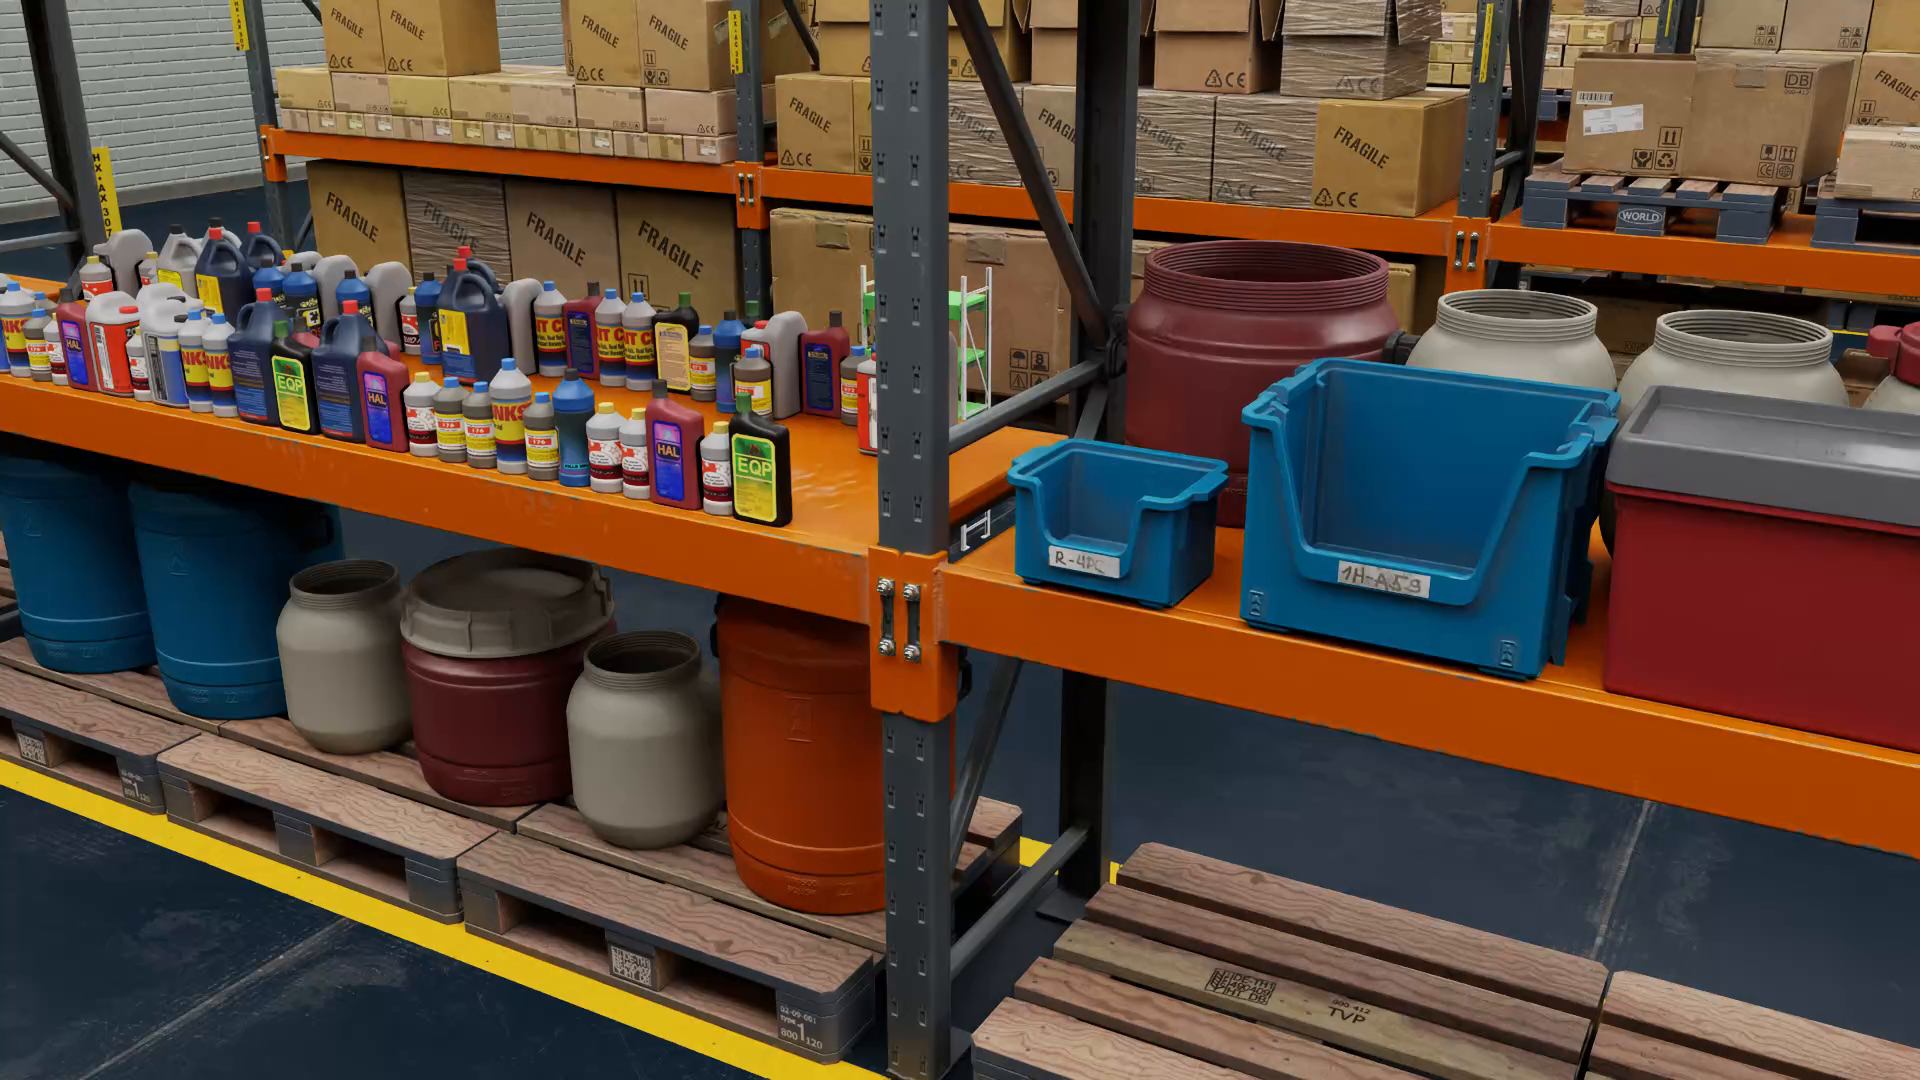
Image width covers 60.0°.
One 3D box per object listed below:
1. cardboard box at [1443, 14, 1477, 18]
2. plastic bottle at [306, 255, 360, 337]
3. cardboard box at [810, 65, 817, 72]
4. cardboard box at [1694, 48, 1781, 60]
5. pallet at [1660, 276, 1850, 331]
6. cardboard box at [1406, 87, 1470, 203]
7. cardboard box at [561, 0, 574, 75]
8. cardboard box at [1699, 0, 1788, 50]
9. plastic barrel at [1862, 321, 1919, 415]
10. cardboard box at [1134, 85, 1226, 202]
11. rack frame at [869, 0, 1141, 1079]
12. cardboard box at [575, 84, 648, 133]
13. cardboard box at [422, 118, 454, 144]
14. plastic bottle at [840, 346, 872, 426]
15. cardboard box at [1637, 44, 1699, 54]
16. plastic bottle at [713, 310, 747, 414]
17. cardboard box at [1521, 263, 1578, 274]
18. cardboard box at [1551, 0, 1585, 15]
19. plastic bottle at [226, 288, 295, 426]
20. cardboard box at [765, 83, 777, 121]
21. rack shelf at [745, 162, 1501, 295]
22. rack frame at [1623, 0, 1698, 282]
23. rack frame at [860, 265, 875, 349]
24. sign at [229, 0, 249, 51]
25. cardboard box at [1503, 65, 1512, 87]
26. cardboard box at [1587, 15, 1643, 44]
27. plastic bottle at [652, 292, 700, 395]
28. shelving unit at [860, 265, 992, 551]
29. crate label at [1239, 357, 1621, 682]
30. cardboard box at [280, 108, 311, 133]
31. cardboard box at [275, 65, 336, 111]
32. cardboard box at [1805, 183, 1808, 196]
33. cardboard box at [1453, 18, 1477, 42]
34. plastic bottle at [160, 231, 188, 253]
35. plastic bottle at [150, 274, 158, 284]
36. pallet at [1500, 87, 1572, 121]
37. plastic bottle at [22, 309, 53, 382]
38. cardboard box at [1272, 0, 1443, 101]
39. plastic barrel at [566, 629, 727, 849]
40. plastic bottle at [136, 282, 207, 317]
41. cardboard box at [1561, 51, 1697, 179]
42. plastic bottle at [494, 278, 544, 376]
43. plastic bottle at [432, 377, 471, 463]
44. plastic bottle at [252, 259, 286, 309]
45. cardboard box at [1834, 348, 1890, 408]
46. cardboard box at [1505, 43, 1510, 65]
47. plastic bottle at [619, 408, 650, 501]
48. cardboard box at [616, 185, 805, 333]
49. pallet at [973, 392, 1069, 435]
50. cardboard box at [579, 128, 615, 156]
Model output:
[{"bbox_3d":[3.823,-3.894,12.581,0.250,0.149,0.380,12,23,30],"label":"cardboard box"},{"bbox_3d":[-1.988,-0.762,5.249,0.135,0.276,0.152,11,23,27],"label":"plastic bottle"},{"bbox_3d":[-1.362,-4.196,14.902,0.250,0.149,0.380,10,22,26],"label":"cardboard box"},{"bbox_3d":[5.308,-3.118,11.415,0.500,0.500,0.500,11,23,28],"label":"cardboard box"},{"bbox_3d":[5.700,-1.761,11.911,1.213,0.211,1.003,11,23,27],"label":"pallet"},{"bbox_3d":[2.249,-1.975,8.264,0.500,0.500,0.500,12,23,29],"label":"cardboard box"},{"bbox_3d":[-2.127,-3.178,10.412,0.500,0.500,0.500,10,22,26],"label":"cardboard box"},{"bbox_3d":[5.435,-3.665,11.457,0.500,0.500,0.700,11,23,27],"label":"cardboard box"},{"bbox_3d":[1.871,-0.109,3.066,0.433,0.535,0.433,0,20,0],"label":"plastic barrel"},{"bbox_3d":[1.102,-1.991,8.309,0.500,0.500,0.500,10,22,26],"label":"cardboard box"},{"bbox_3d":[0.125,-0.291,3.770,0.127,3.000,1.000,11,23,27],"label":"rack frame"},{"bbox_3d":[-1.918,-2.581,9.866,0.500,0.250,0.500,12,23,29],"label":"cardboard box"},{"bbox_3d":[-3.171,-2.608,10.524,0.250,0.149,0.380,11,22,27],"label":"cardboard box"},{"bbox_3d":[-0.268,-0.410,4.388,0.097,0.201,0.097,0,20,0],"label":"plastic bottle"},{"bbox_3d":[6.806,-4.652,16.012,0.500,0.250,0.500,10,22,25],"label":"cardboard box"},{"bbox_3d":[-0.616,-0.485,4.493,0.097,0.271,0.097,0,20,0],"label":"plastic bottle"},{"bbox_3d":[4.346,-2.280,12.301,0.500,0.500,0.500,11,23,27],"label":"cardboard box"},{"bbox_3d":[5.913,-5.409,16.264,0.500,0.500,0.500,11,23,27],"label":"cardboard box"},{"bbox_3d":[-1.830,-0.490,4.391,0.185,0.351,0.144,11,23,27],"label":"plastic bottle"},{"bbox_3d":[-1.234,-2.657,10.074,0.500,0.250,0.500,10,22,26],"label":"cardboard box"},{"bbox_3d":[0.795,-1.760,8.874,4.000,0.370,1.077,11,23,27],"label":"rack shelf"},{"bbox_3d":[5.048,-3.226,11.859,0.127,3.000,1.000,11,23,27],"label":"rack frame"},{"bbox_3d":[-0.358,-0.632,7.348,0.015,1.200,0.240,11,23,27],"label":"rack frame"},{"bbox_3d":[-4.719,-3.376,10.888,0.005,0.325,0.100,11,23,27],"label":"sign"},{"bbox_3d":[3.953,-3.335,11.912,0.250,0.149,0.380,11,23,28],"label":"cardboard box"},{"bbox_3d":[6.378,-4.970,16.154,0.500,0.250,0.500,10,22,26],"label":"cardboard box"},{"bbox_3d":[-0.795,-0.556,4.670,0.133,0.283,0.061,11,23,27],"label":"plastic bottle"},{"bbox_3d":[-0.144,-0.592,7.236,0.503,1.200,0.258,11,23,27],"label":"shelving unit"},{"bbox_3d":[0.861,-0.062,3.086,0.616,0.435,0.502,11,23,27],"label":"crate label"},{"bbox_3d":[-4.294,-2.821,11.112,0.250,0.149,0.380,11,23,28],"label":"cardboard box"},{"bbox_3d":[-4.156,-3.005,11.036,0.500,0.250,0.500,10,22,26],"label":"cardboard box"},{"bbox_3d":[7.862,-3.581,16.077,0.625,0.372,0.950,9,22,24],"label":"cardboard box"},{"bbox_3d":[3.715,-3.659,11.934,0.250,0.149,0.380,12,23,29],"label":"cardboard box"},{"bbox_3d":[-2.641,-0.908,5.640,0.133,0.283,0.061,11,23,27],"label":"plastic bottle"},{"bbox_3d":[-2.591,-0.793,5.444,0.097,0.201,0.097,0,20,0],"label":"plastic bottle"},{"bbox_3d":[4.374,-3.222,12.131,1.003,0.211,1.213,11,23,27],"label":"pallet"},{"bbox_3d":[-2.656,-0.568,4.825,0.097,0.201,0.097,0,20,0],"label":"plastic bottle"},{"bbox_3d":[1.911,-2.411,7.995,0.637,0.503,0.797,12,23,29],"label":"cardboard box"},{"bbox_3d":[-0.846,0.537,4.518,0.421,0.512,0.421,0,20,0],"label":"plastic barrel"},{"bbox_3d":[-2.266,-0.599,4.800,0.135,0.276,0.152,11,23,27],"label":"plastic bottle"},{"bbox_3d":[3.032,-1.932,7.531,0.500,0.500,0.500,8,21,21],"label":"cardboard box"},{"bbox_3d":[-1.305,-0.632,4.890,0.135,0.276,0.152,11,23,27],"label":"plastic bottle"},{"bbox_3d":[-1.239,-0.298,4.080,0.097,0.201,0.097,0,20,0],"label":"plastic bottle"},{"bbox_3d":[-2.150,-0.742,5.201,0.097,0.271,0.097,0,20,0],"label":"plastic bottle"},{"bbox_3d":[4.124,-0.512,7.397,0.500,0.500,0.700,13,24,32],"label":"cardboard box"},{"bbox_3d":[3.930,-3.478,11.872,0.250,0.149,0.380,11,23,29],"label":"cardboard box"},{"bbox_3d":[-0.729,-0.201,3.813,0.097,0.201,0.097,0,20,0],"label":"plastic bottle"},{"bbox_3d":[-1.488,-1.763,10.327,0.875,0.875,0.875,11,23,27],"label":"cardboard box"},{"bbox_3d":[0.828,-0.812,9.294,1.213,0.211,1.003,11,23,27],"label":"pallet"},{"bbox_3d":[-2.050,-2.395,9.936,0.250,0.149,0.380,11,23,28],"label":"cardboard box"}]
